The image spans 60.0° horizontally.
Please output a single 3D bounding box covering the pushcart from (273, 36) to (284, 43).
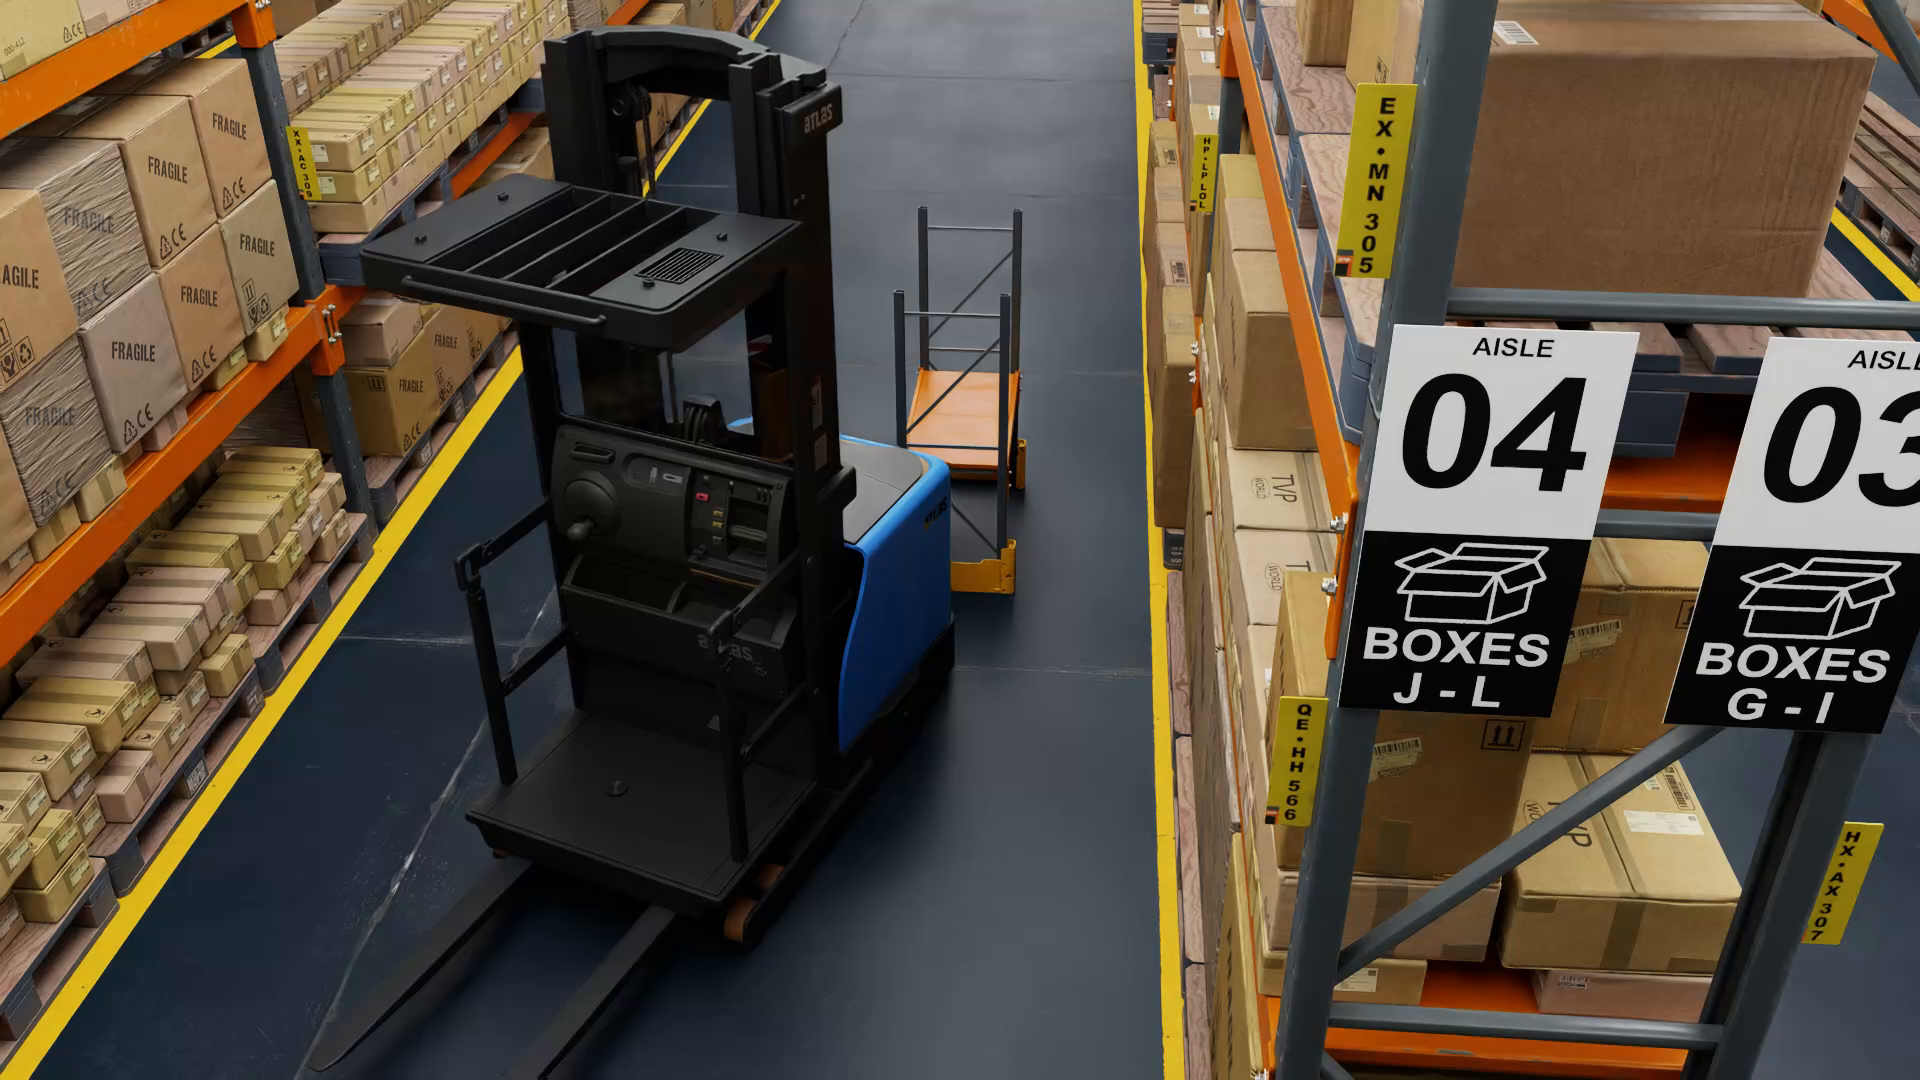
[{"bbox_3d":[-5.407,-4.439,15.093,1.648,0.377,0.936,-8,33,-13],"label":"pushcart"}]

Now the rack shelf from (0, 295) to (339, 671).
[{"bbox_3d":[-3.556,0.067,5.967,1.077,0.370,4.000,2,32,4],"label":"rack shelf"}]

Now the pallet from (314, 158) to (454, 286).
[{"bbox_3d":[-3.186,-1.596,8.164,1.003,0.211,1.213,2,32,4],"label":"pallet"}]

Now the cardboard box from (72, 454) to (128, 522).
[{"bbox_3d":[-3.239,-0.198,5.951,0.380,0.149,0.250,3,32,5],"label":"cardboard box"}]

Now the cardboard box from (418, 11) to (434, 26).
[{"bbox_3d":[-3.346,-3.049,9.894,0.380,0.149,0.250,2,32,2],"label":"cardboard box"}]

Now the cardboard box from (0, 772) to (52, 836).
[{"bbox_3d":[-3.349,0.920,5.647,0.380,0.149,0.250,1,32,2],"label":"cardboard box"}]

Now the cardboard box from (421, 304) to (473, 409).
[{"bbox_3d":[-3.027,-1.051,9.079,0.500,0.500,0.500,4,32,6],"label":"cardboard box"}]

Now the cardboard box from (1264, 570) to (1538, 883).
[{"bbox_3d":[0.994,0.424,3.848,0.500,0.500,0.500,3,32,5],"label":"cardboard box"}]

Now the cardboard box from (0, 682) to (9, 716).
[{"bbox_3d":[-3.774,0.623,6.131,0.380,0.149,0.250,1,32,2],"label":"cardboard box"}]

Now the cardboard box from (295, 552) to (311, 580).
[{"bbox_3d":[-3.190,0.102,7.542,0.380,0.149,0.250,3,32,5],"label":"cardboard box"}]

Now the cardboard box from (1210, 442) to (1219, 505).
[{"bbox_3d":[1.104,-0.226,5.997,0.380,0.149,0.250,2,32,3],"label":"cardboard box"}]

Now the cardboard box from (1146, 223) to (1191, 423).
[{"bbox_3d":[1.646,-1.097,8.796,1.225,0.875,0.875,1,32,2],"label":"cardboard box"}]

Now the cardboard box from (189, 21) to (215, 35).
[{"bbox_3d":[-7.367,-4.932,15.614,0.500,0.250,0.500,1,32,2],"label":"cardboard box"}]

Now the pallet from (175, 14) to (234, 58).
[{"bbox_3d":[-7.664,-4.792,15.825,1.003,0.211,1.213,2,32,4],"label":"pallet"}]

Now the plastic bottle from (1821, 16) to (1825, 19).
[{"bbox_3d":[7.609,-4.455,14.726,0.144,0.351,0.185,3,32,5],"label":"plastic bottle"}]

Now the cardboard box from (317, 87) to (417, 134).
[{"bbox_3d":[-2.863,-2.076,8.032,0.380,0.149,0.250,3,32,4],"label":"cardboard box"}]

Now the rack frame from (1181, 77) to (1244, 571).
[{"bbox_3d":[1.542,-1.020,7.046,1.000,3.000,0.127,2,32,4],"label":"rack frame"}]

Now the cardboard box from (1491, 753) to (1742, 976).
[{"bbox_3d":[1.525,0.769,4.002,0.500,0.250,0.500,2,32,3],"label":"cardboard box"}]

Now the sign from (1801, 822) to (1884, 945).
[{"bbox_3d":[1.769,0.696,3.360,0.100,0.325,0.005,2,32,4],"label":"sign"}]

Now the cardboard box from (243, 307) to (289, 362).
[{"bbox_3d":[-3.096,-0.879,7.057,0.380,0.149,0.250,2,32,3],"label":"cardboard box"}]

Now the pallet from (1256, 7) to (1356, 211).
[{"bbox_3d":[1.363,-1.196,4.556,1.003,0.211,1.213,2,32,4],"label":"pallet"}]

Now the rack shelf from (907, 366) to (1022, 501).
[{"bbox_3d":[0.007,-0.530,8.023,0.538,0.185,1.000,2,32,4],"label":"rack shelf"}]

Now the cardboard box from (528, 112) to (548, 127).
[{"bbox_3d":[-2.928,-2.912,11.860,1.050,0.750,0.750,2,32,3],"label":"cardboard box"}]

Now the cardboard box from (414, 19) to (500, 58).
[{"bbox_3d":[-2.758,-2.749,9.124,0.380,0.149,0.250,4,32,6],"label":"cardboard box"}]

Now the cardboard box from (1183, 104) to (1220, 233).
[{"bbox_3d":[1.391,-1.851,8.299,0.500,0.500,0.500,2,32,3],"label":"cardboard box"}]

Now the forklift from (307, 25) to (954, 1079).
[{"bbox_3d":[-1.099,-0.072,5.573,1.130,2.935,3.031,14,34,21],"label":"forklift"}]

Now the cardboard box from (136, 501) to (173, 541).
[{"bbox_3d":[-3.681,-0.056,7.231,0.380,0.149,0.250,2,32,3],"label":"cardboard box"}]

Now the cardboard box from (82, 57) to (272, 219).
[{"bbox_3d":[-3.162,-1.622,6.691,0.500,0.500,0.500,1,32,2],"label":"cardboard box"}]

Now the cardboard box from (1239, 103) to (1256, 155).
[{"bbox_3d":[1.586,-1.824,7.299,0.797,0.503,0.637,2,32,3],"label":"cardboard box"}]

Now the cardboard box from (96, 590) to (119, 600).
[{"bbox_3d":[-3.682,0.206,7.091,0.380,0.149,0.250,1,32,1],"label":"cardboard box"}]

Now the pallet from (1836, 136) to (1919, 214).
[{"bbox_3d":[7.008,-2.752,12.515,1.003,0.211,1.213,2,32,4],"label":"pallet"}]

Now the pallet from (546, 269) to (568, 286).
[{"bbox_3d":[-3.133,-1.781,10.938,1.003,0.211,1.213,2,32,4],"label":"pallet"}]

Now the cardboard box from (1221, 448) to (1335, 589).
[{"bbox_3d":[1.113,-0.060,5.347,0.500,0.250,0.500,3,32,4],"label":"cardboard box"}]

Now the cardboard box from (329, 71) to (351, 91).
[{"bbox_3d":[-3.454,-2.389,8.823,0.380,0.149,0.250,3,32,4],"label":"cardboard box"}]

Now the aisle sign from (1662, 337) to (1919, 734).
[{"bbox_3d":[1.509,0.015,2.888,0.394,0.787,0.004,2,32,4],"label":"aisle sign"}]

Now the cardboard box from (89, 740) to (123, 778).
[{"bbox_3d":[-3.373,0.764,6.185,0.380,0.149,0.250,4,32,7],"label":"cardboard box"}]

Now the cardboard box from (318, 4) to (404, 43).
[{"bbox_3d":[-3.384,-2.919,9.400,0.380,0.149,0.250,4,32,6],"label":"cardboard box"}]

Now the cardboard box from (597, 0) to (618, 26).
[{"bbox_3d":[-2.723,-3.908,11.637,0.500,0.500,0.500,2,32,4],"label":"cardboard box"}]

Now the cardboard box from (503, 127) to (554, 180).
[{"bbox_3d":[-2.862,-2.441,10.620,0.500,0.250,0.500,2,32,3],"label":"cardboard box"}]

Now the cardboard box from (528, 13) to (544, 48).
[{"bbox_3d":[-2.693,-3.020,9.846,0.380,0.149,0.250,3,32,5],"label":"cardboard box"}]

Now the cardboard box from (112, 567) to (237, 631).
[{"bbox_3d":[-3.186,0.238,6.755,0.380,0.149,0.250,1,32,2],"label":"cardboard box"}]

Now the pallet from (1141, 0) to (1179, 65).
[{"bbox_3d":[1.820,-3.407,11.102,1.213,0.211,1.003,2,32,4],"label":"pallet"}]

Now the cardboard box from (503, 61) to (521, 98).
[{"bbox_3d":[-2.736,-2.635,9.506,0.380,0.149,0.250,1,32,2],"label":"cardboard box"}]

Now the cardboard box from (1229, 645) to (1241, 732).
[{"bbox_3d":[0.999,0.444,4.909,0.380,0.149,0.250,2,32,3],"label":"cardboard box"}]

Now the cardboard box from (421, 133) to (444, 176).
[{"bbox_3d":[-2.840,-1.950,8.394,0.380,0.149,0.250,3,32,4],"label":"cardboard box"}]

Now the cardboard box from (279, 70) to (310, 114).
[{"bbox_3d":[-3.490,-2.241,8.299,0.380,0.149,0.250,2,32,4],"label":"cardboard box"}]

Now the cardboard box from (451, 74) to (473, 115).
[{"bbox_3d":[-2.801,-2.356,8.769,0.380,0.149,0.250,2,32,3],"label":"cardboard box"}]

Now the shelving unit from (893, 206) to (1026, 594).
[{"bbox_3d":[0.006,-0.678,7.921,0.587,1.500,1.083,2,32,4],"label":"shelving unit"}]

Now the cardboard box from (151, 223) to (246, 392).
[{"bbox_3d":[-3.194,-0.917,6.501,0.500,0.500,0.500,2,32,3],"label":"cardboard box"}]

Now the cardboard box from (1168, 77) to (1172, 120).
[{"bbox_3d":[2.019,-3.465,12.977,0.700,0.500,0.500,0,32,0],"label":"cardboard box"}]

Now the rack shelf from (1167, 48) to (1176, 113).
[{"bbox_3d":[2.031,-3.851,12.326,1.077,0.370,4.000,2,32,4],"label":"rack shelf"}]

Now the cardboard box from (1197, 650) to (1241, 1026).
[{"bbox_3d":[1.263,0.984,5.420,0.875,0.875,0.875,2,32,4],"label":"cardboard box"}]

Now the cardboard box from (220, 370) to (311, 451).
[{"bbox_3d":[-3.584,-0.797,8.666,0.500,0.500,0.500,2,32,3],"label":"cardboard box"}]

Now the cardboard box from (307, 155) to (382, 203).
[{"bbox_3d":[-2.903,-1.669,7.655,0.380,0.149,0.250,3,32,5],"label":"cardboard box"}]

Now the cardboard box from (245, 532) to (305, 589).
[{"bbox_3d":[-3.116,0.085,7.287,0.380,0.149,0.250,1,32,2],"label":"cardboard box"}]

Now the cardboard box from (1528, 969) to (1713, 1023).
[{"bbox_3d":[1.574,1.007,3.996,0.380,0.149,0.250,3,32,5],"label":"cardboard box"}]

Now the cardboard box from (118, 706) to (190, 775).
[{"bbox_3d":[-3.245,0.772,6.455,0.380,0.149,0.250,2,32,4],"label":"cardboard box"}]
